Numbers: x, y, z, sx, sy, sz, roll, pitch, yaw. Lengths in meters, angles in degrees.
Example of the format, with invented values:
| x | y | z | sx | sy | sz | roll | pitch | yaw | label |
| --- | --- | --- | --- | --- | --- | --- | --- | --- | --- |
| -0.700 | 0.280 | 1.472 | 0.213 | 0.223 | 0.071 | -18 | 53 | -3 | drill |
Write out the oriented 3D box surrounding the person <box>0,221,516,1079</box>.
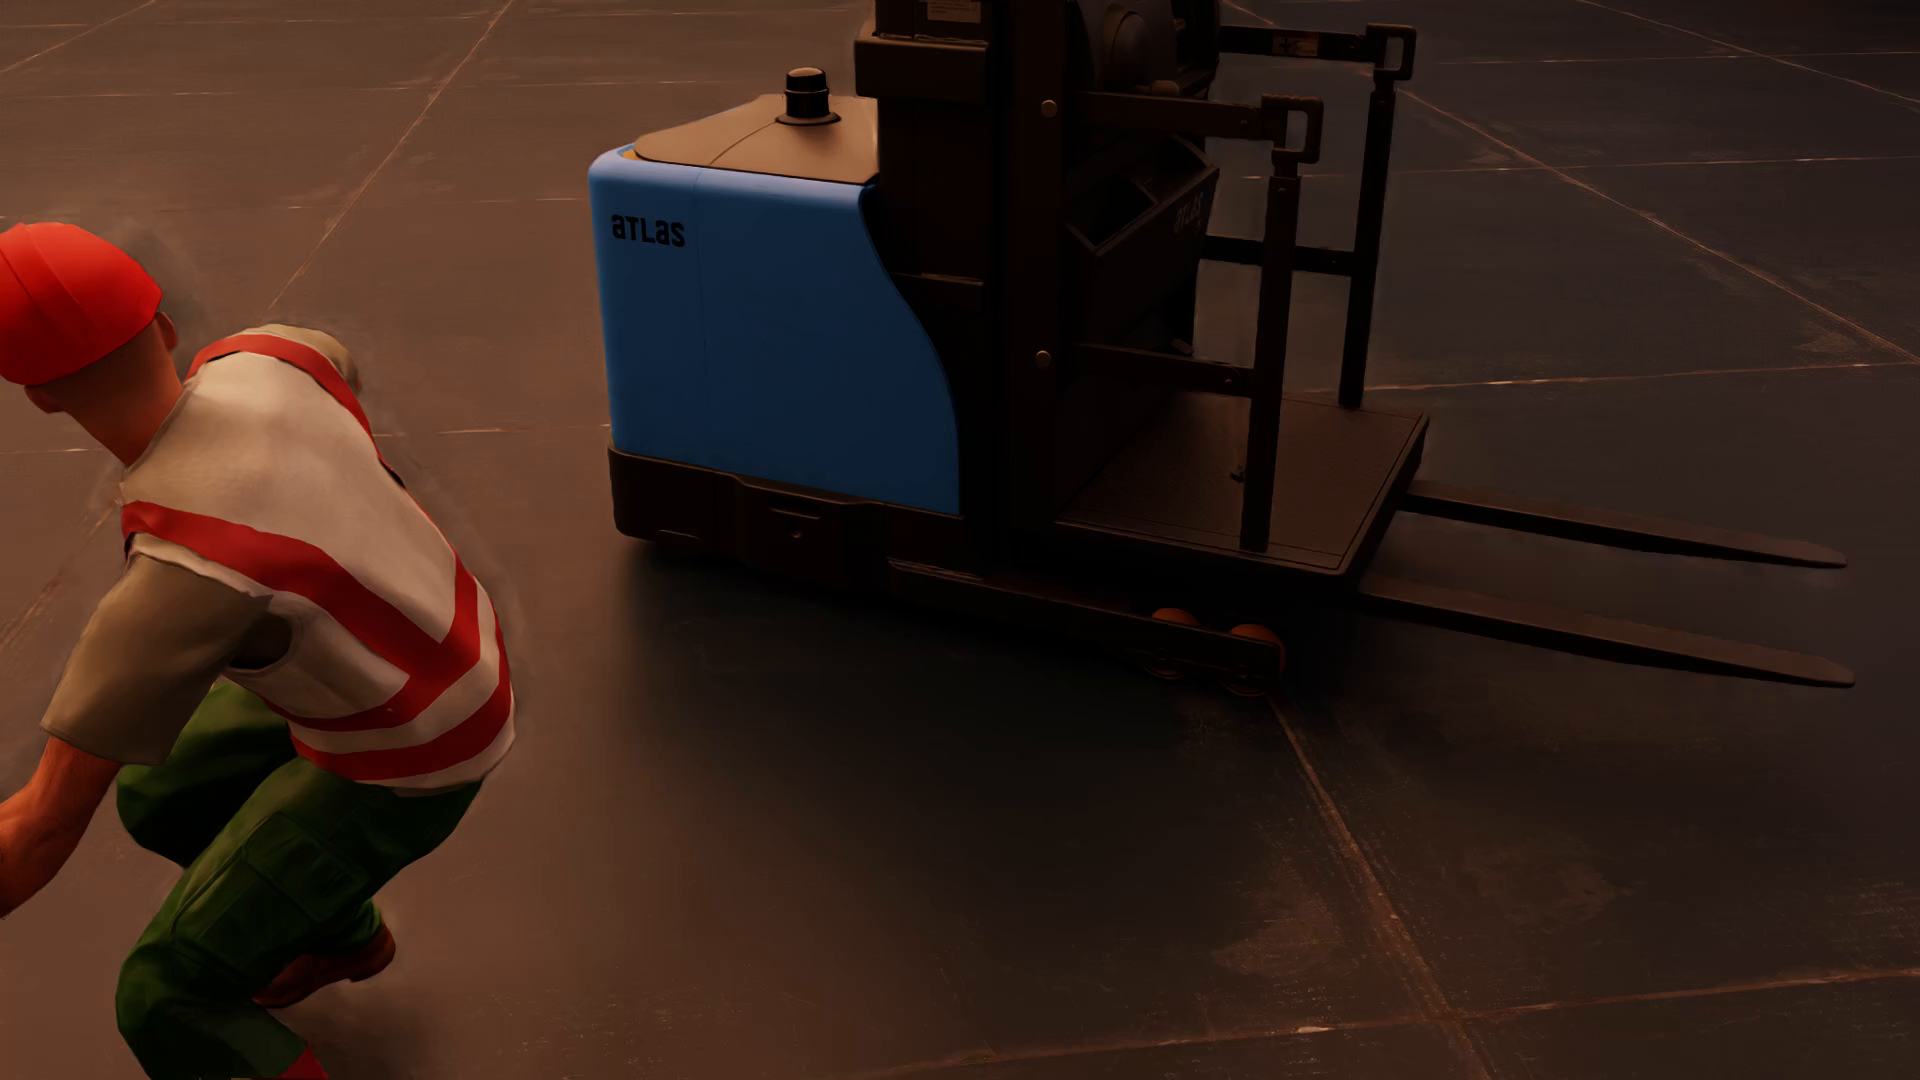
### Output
| x | y | z | sx | sy | sz | roll | pitch | yaw | label |
| --- | --- | --- | --- | --- | --- | --- | --- | --- | --- |
| -1.054 | 0.304 | 2.298 | 0.853 | 1.528 | 0.852 | -7 | 27 | -13 | person |

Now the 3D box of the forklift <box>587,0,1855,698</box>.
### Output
| x | y | z | sx | sy | sz | roll | pitch | yaw | label |
| --- | --- | --- | --- | --- | --- | --- | --- | --- | --- |
| 0.621 | -1.219 | 3.759 | 3.031 | 2.935 | 1.130 | 11 | 28 | 22 | forklift |
